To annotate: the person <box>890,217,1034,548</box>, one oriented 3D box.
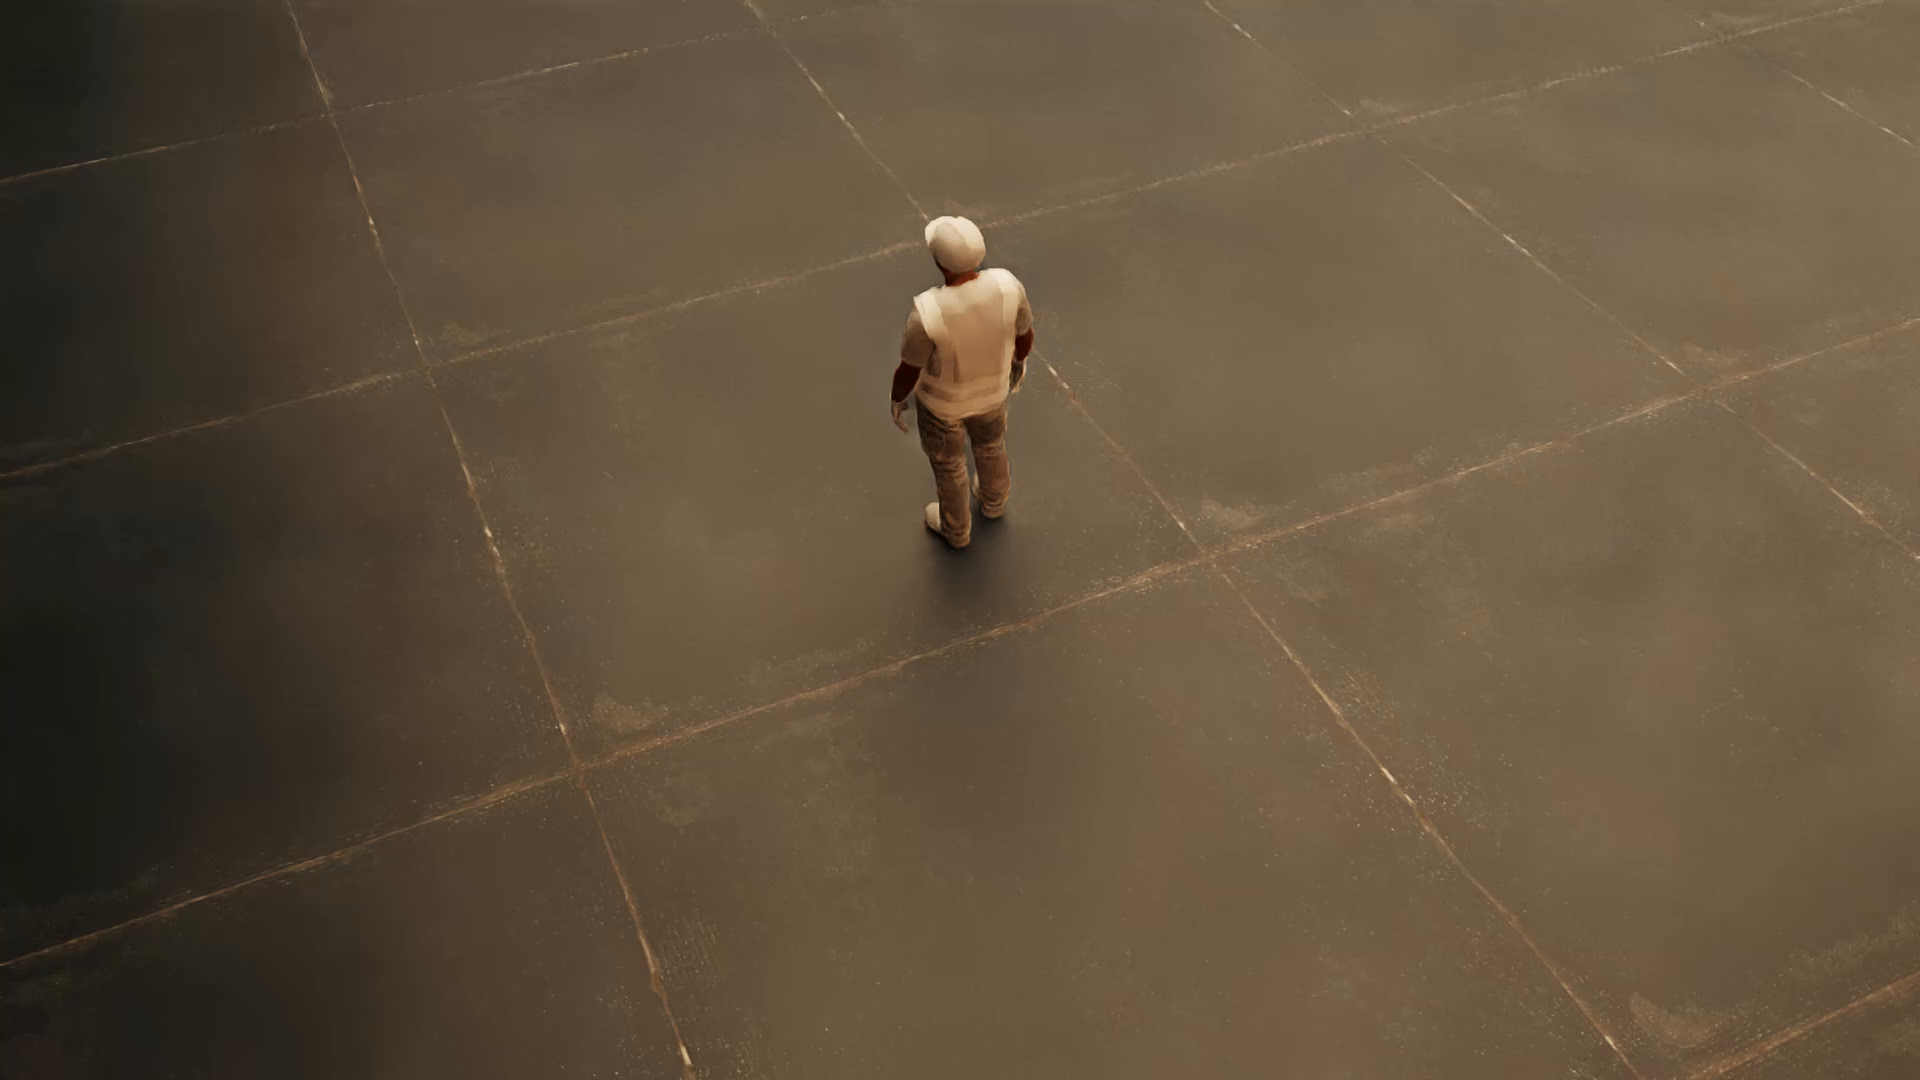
[{"bbox_3d":[-0.023,-0.704,7.265,0.655,1.782,0.576,-18,46,-18],"label":"person"}]
